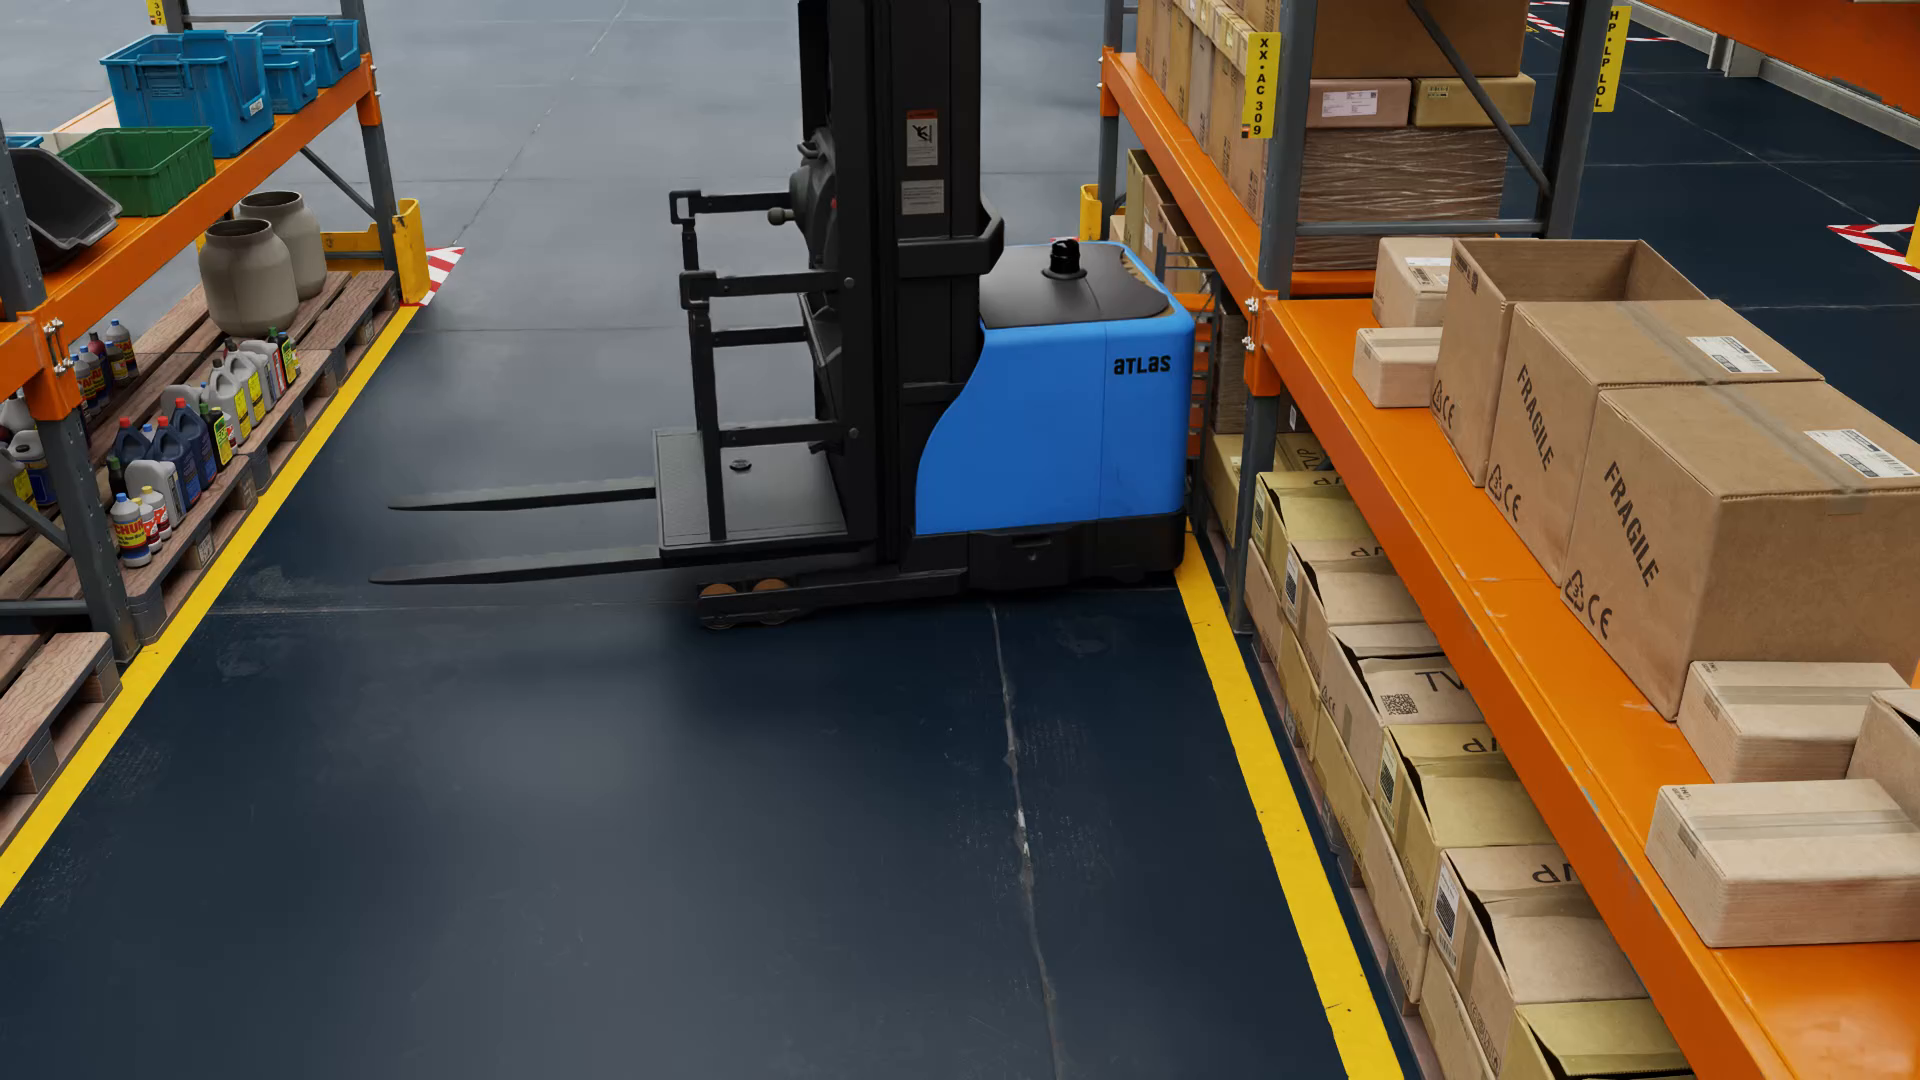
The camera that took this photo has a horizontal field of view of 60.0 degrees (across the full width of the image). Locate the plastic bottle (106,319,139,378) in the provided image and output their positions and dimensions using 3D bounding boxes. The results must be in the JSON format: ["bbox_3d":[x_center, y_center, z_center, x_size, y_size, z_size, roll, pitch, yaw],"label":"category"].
[{"bbox_3d":[-3.875,-0.888,7.683,0.097,0.271,0.097,0,28,0],"label":"plastic bottle"}]

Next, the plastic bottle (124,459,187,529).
[{"bbox_3d":[-3.073,-0.194,6.347,0.152,0.276,0.135,0,28,-1],"label":"plastic bottle"}]

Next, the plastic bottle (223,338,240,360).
[{"bbox_3d":[-3.246,-0.780,7.464,0.061,0.283,0.133,-1,28,-3],"label":"plastic bottle"}]

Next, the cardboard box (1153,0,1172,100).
[{"bbox_3d":[1.332,-2.451,8.098,0.700,0.500,0.500,-1,28,-1],"label":"cardboard box"}]

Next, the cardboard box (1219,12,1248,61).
[{"bbox_3d":[1.217,-1.940,6.417,0.380,0.149,0.250,-2,28,-3],"label":"cardboard box"}]

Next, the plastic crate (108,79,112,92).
[{"bbox_3d":[-3.933,-2.209,8.027,0.298,0.136,0.250,-1,28,-3],"label":"plastic crate"}]

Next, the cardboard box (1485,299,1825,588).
[{"bbox_3d":[1.574,-0.232,3.844,0.500,0.500,0.500,-1,28,-3],"label":"cardboard box"}]

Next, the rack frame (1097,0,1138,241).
[{"bbox_3d":[1.288,-2.865,9.000,1.000,3.000,0.127,-1,28,-3],"label":"rack frame"}]

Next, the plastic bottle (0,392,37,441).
[{"bbox_3d":[-3.798,-0.449,6.755,0.144,0.351,0.185,-2,28,-3],"label":"plastic bottle"}]

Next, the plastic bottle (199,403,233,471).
[{"bbox_3d":[-3.055,-0.438,6.807,0.061,0.283,0.133,0,28,0],"label":"plastic bottle"}]

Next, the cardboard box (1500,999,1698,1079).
[{"bbox_3d":[1.399,1.138,3.237,0.500,0.311,0.500,-2,28,-3],"label":"cardboard box"}]

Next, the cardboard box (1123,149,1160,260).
[{"bbox_3d":[1.122,-1.681,8.437,0.500,0.500,0.500,-1,28,-3],"label":"cardboard box"}]

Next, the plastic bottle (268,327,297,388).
[{"bbox_3d":[-3.101,-0.847,7.592,0.061,0.283,0.133,-1,28,-1],"label":"plastic bottle"}]

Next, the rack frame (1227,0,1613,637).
[{"bbox_3d":[1.497,-1.018,5.458,1.000,3.000,0.127,-1,28,-3],"label":"rack frame"}]

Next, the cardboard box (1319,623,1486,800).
[{"bbox_3d":[1.319,0.434,4.588,0.500,0.311,0.500,-2,28,-4],"label":"cardboard box"}]

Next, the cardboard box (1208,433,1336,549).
[{"bbox_3d":[1.254,-0.194,6.397,0.500,0.250,0.500,-1,28,-3],"label":"cardboard box"}]

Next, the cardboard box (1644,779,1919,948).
[{"bbox_3d":[1.383,0.532,2.758,0.380,0.149,0.250,-1,28,-3],"label":"cardboard box"}]

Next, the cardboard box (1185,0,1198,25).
[{"bbox_3d":[1.173,-2.301,7.108,0.380,0.149,0.250,-1,28,-2],"label":"cardboard box"}]

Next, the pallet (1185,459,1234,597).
[{"bbox_3d":[1.497,-0.150,6.809,1.003,0.211,1.213,-1,28,-3],"label":"pallet"}]

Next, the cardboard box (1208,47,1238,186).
[{"bbox_3d":[1.411,-1.742,6.738,0.700,0.500,0.500,-1,28,-2],"label":"cardboard box"}]

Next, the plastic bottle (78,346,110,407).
[{"bbox_3d":[-3.857,-0.729,7.380,0.097,0.271,0.097,0,28,0],"label":"plastic bottle"}]

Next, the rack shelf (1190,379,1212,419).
[{"bbox_3d":[0.865,-0.568,6.625,0.258,0.103,0.180,2,27,2],"label":"rack shelf"}]

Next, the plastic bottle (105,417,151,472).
[{"bbox_3d":[-3.222,-0.300,6.470,0.144,0.351,0.185,-1,28,-3],"label":"plastic bottle"}]

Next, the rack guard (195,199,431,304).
[{"bbox_3d":[-3.608,-1.605,9.287,1.175,0.500,0.348,-1,28,-3],"label":"rack guard"}]

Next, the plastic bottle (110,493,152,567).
[{"bbox_3d":[-3.029,-0.043,6.063,0.097,0.271,0.097,0,28,0],"label":"plastic bottle"}]

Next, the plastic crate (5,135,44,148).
[{"bbox_3d":[-3.779,-1.339,6.234,0.499,0.251,0.616,-1,28,-3],"label":"plastic crate"}]

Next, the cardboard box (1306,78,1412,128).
[{"bbox_3d":[1.269,-1.470,5.516,0.380,0.149,0.250,-1,28,-3],"label":"cardboard box"}]

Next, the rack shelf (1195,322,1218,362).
[{"bbox_3d":[0.871,-0.781,6.516,0.258,0.103,0.180,2,27,2],"label":"rack shelf"}]

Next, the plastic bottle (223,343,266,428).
[{"bbox_3d":[-3.119,-0.673,7.185,0.144,0.351,0.185,0,28,-1],"label":"plastic bottle"}]

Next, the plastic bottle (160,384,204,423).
[{"bbox_3d":[-3.256,-0.538,7.008,0.152,0.276,0.135,-1,28,-3],"label":"plastic bottle"}]

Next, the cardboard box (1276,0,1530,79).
[{"bbox_3d":[1.467,-1.842,5.527,0.700,0.500,0.500,-1,28,-2],"label":"cardboard box"}]

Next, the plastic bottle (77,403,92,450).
[{"bbox_3d":[-3.697,-0.497,6.921,0.061,0.283,0.133,-1,28,-3],"label":"plastic bottle"}]

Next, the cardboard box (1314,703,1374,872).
[{"bbox_3d":[1.326,0.683,4.717,0.500,0.250,0.500,-2,28,-4],"label":"cardboard box"}]

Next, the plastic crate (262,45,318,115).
[{"bbox_3d":[-3.306,-2.157,7.803,0.499,0.251,0.408,-1,28,-3],"label":"plastic crate"}]

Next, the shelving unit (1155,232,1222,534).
[{"bbox_3d":[0.866,-0.607,6.605,0.258,1.200,0.189,2,27,2],"label":"shelving unit"}]

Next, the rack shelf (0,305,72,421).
[{"bbox_3d":[-3.346,0.343,3.627,1.077,0.370,4.000,-1,28,-3],"label":"rack shelf"}]

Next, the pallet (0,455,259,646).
[{"bbox_3d":[-3.443,0.025,6.473,1.003,0.211,1.213,-1,28,-3],"label":"pallet"}]

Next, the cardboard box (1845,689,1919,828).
[{"bbox_3d":[1.852,0.451,2.738,0.500,0.311,0.500,-2,28,-3],"label":"cardboard box"}]

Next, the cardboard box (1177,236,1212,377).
[{"bbox_3d":[1.210,-0.988,7.109,0.500,0.500,0.500,-1,28,-3],"label":"cardboard box"}]

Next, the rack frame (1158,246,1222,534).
[{"bbox_3d":[0.863,-0.566,6.523,0.240,1.200,0.006,2,27,2],"label":"rack frame"}]

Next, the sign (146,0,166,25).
[{"bbox_3d":[-4.208,-2.859,8.688,0.100,0.325,0.005,-1,28,-3],"label":"sign"}]

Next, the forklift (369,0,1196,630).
[{"bbox_3d":[-0.701,-1.234,5.946,3.031,2.935,1.130,-5,28,-10],"label":"forklift"}]
